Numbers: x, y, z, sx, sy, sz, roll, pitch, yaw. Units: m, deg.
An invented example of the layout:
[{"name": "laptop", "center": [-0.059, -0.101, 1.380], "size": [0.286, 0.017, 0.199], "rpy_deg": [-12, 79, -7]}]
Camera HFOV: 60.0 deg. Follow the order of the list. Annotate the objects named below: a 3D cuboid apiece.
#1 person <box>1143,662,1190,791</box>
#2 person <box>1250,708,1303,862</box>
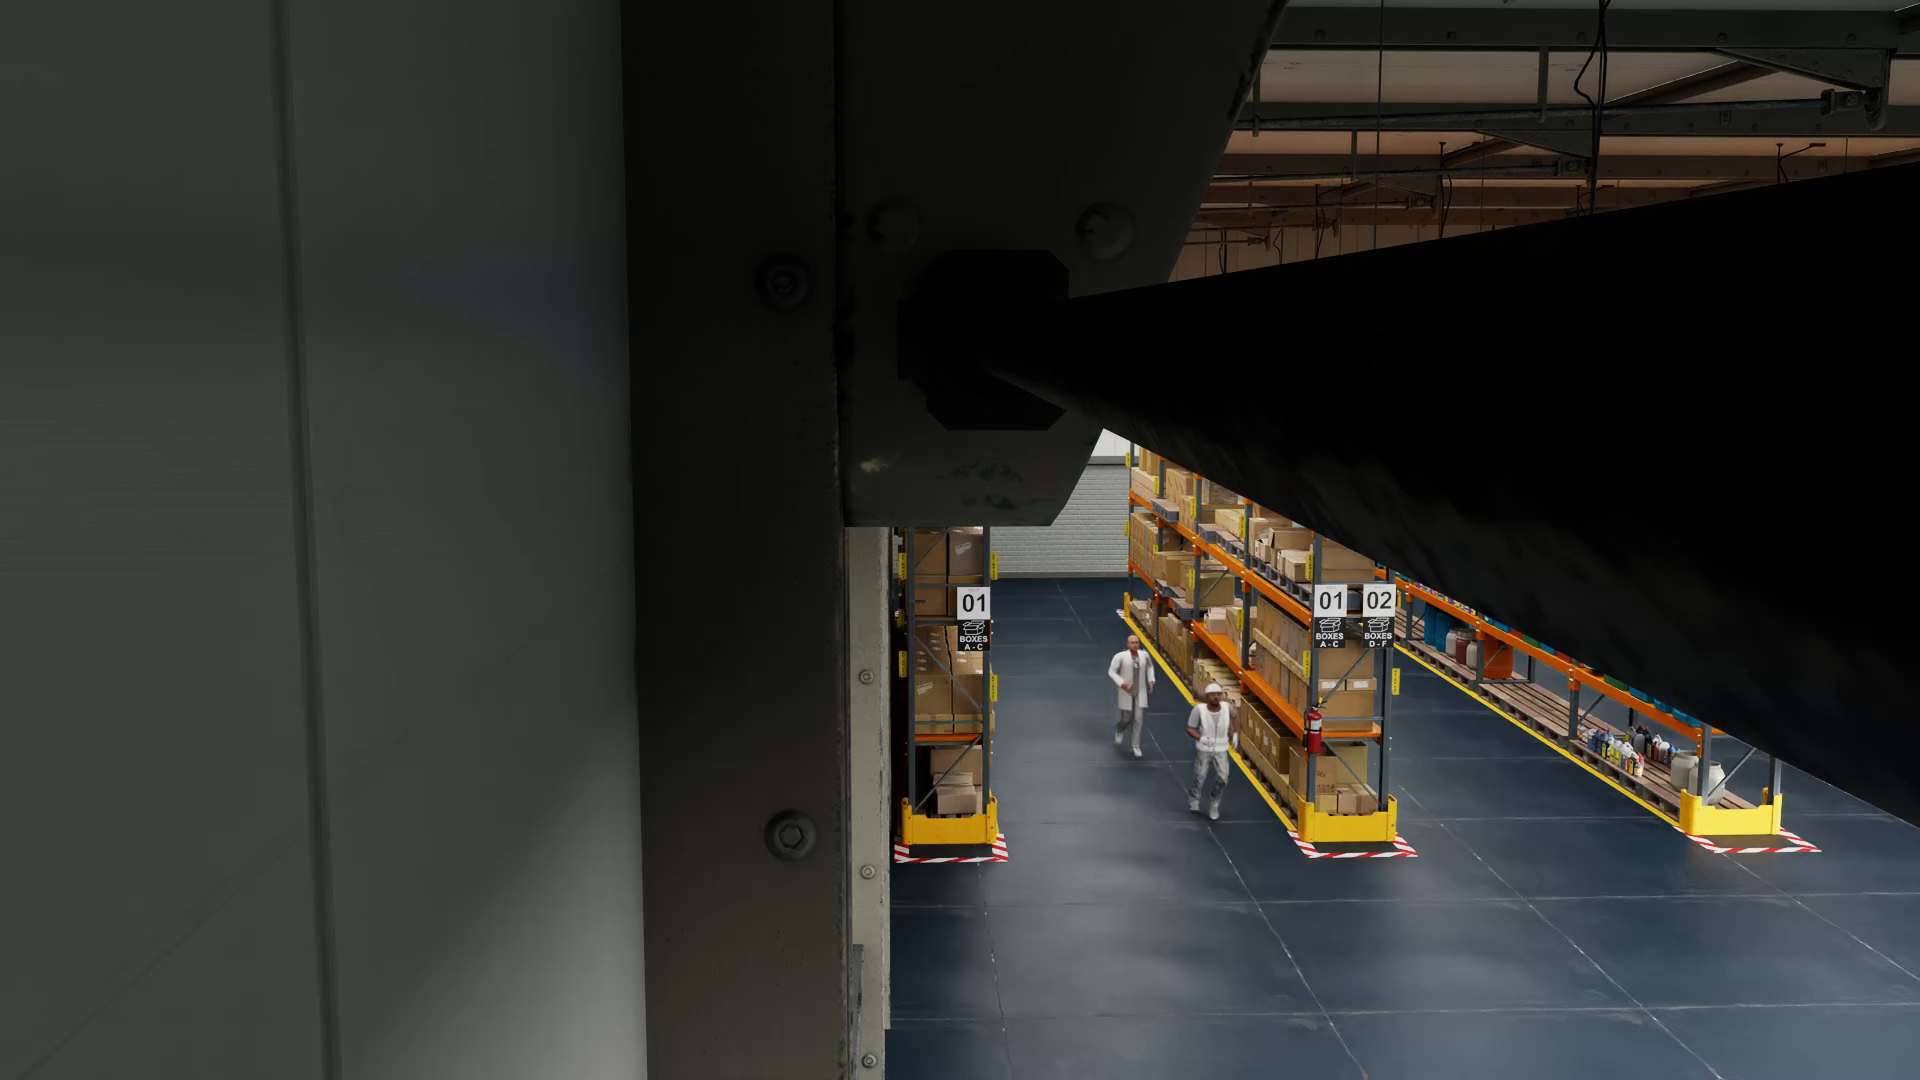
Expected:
[{"name": "person", "center": [2.859, 2.531, 23.031], "size": [0.702, 1.743, 0.846], "rpy_deg": [-2, 7, -12]}, {"name": "person", "center": [3.824, 2.906, 19.904], "size": [0.698, 1.817, 0.679], "rpy_deg": [-4, 8, -28]}]
